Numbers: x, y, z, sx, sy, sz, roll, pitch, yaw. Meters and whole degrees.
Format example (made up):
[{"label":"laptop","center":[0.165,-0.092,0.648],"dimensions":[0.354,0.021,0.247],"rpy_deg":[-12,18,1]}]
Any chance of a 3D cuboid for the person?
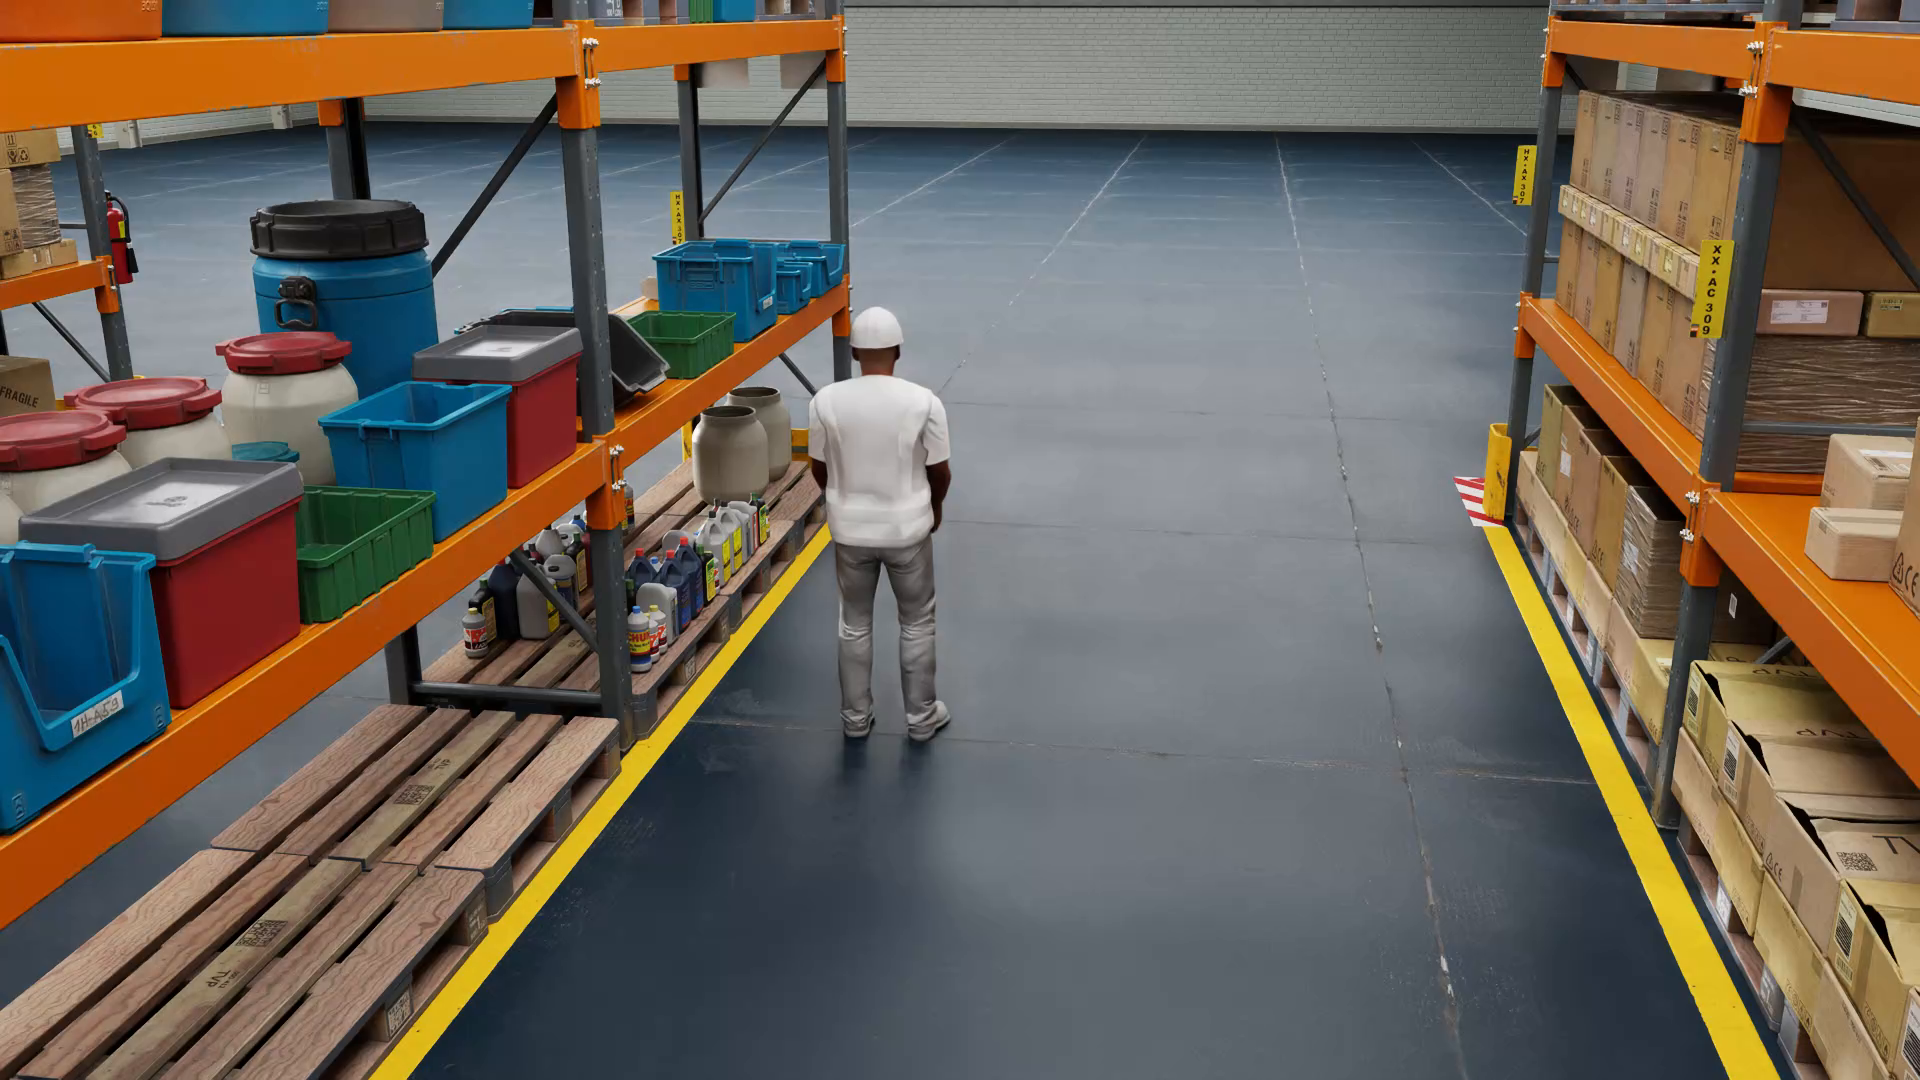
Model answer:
[{"label":"person","center":[-0.310,-0.060,6.699],"dimensions":[0.569,1.767,0.482],"rpy_deg":[3,18,8]}]
